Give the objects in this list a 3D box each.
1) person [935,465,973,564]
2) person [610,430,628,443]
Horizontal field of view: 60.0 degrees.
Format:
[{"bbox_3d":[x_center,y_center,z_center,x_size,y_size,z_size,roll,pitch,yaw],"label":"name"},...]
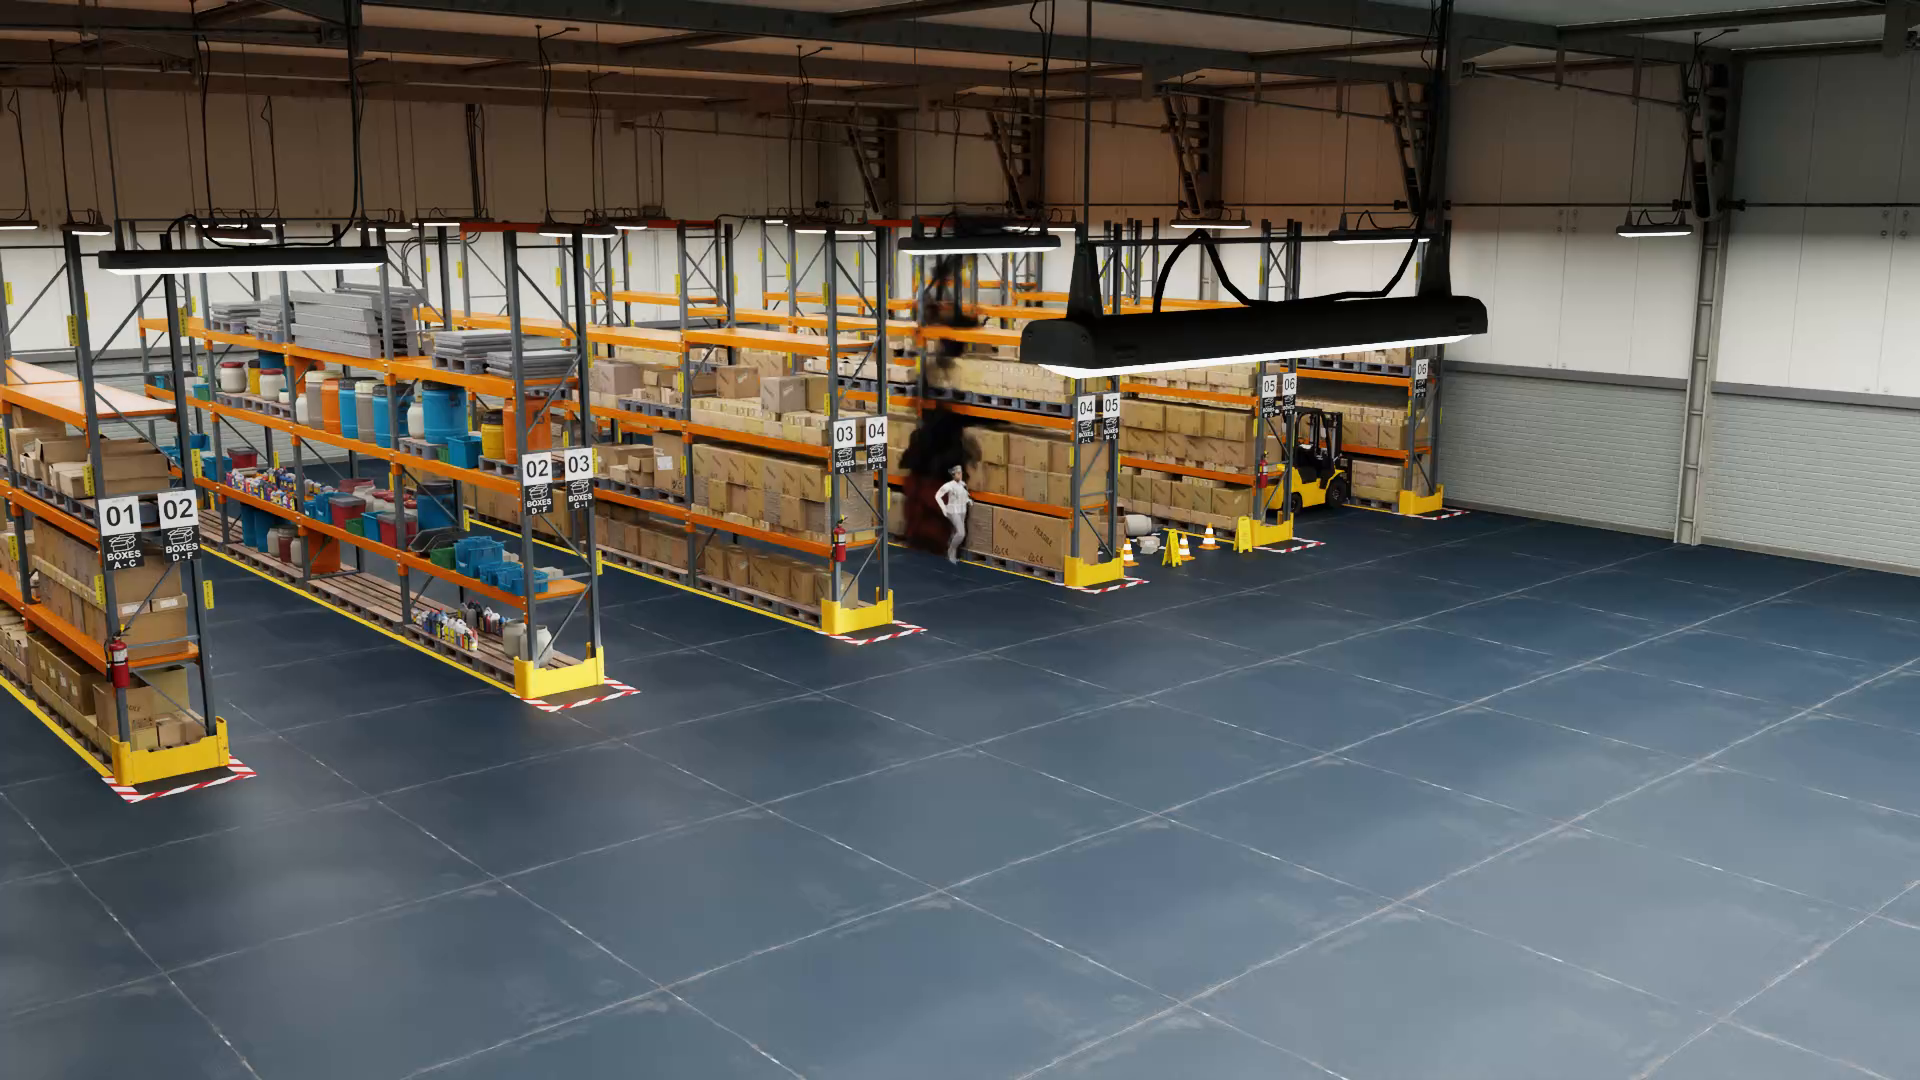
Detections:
[{"bbox_3d":[-0.031,-0.430,28.309,0.593,1.702,0.620,-11,16,-44],"label":"person"},{"bbox_3d":[-8.468,-2.690,41.328,0.481,1.548,0.602,2,12,9],"label":"person"}]
